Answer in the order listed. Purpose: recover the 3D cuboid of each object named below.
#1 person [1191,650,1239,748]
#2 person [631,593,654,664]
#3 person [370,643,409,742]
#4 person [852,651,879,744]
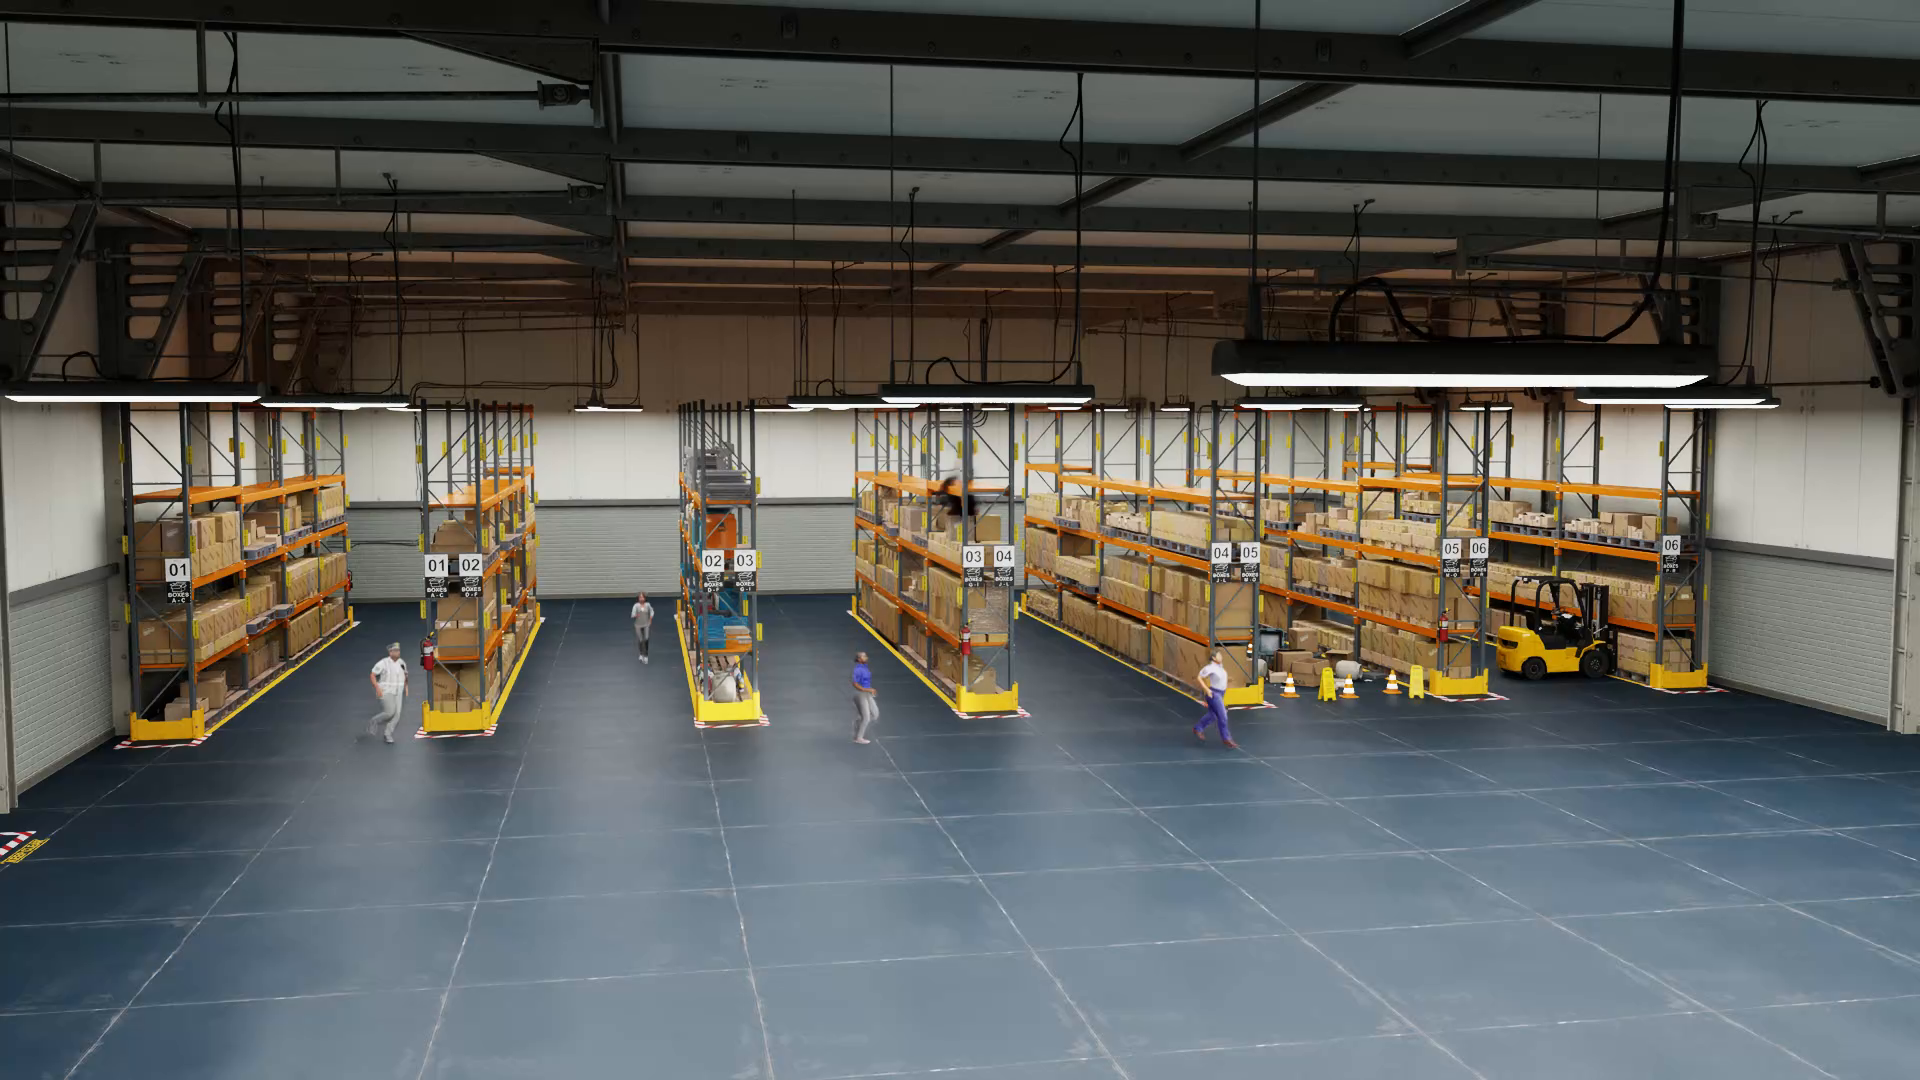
[{"bbox_3d":[4.407,2.717,28.700,0.919,1.658,0.598,2,5,28],"label":"person"},{"bbox_3d":[-7.316,2.033,38.339,0.514,1.639,0.666,-1,4,-11],"label":"person"},{"bbox_3d":[-9.990,2.661,29.276,0.584,1.710,0.697,3,5,37],"label":"person"},{"bbox_3d":[-1.671,2.743,28.986,0.562,1.606,0.620,1,5,18],"label":"person"}]
